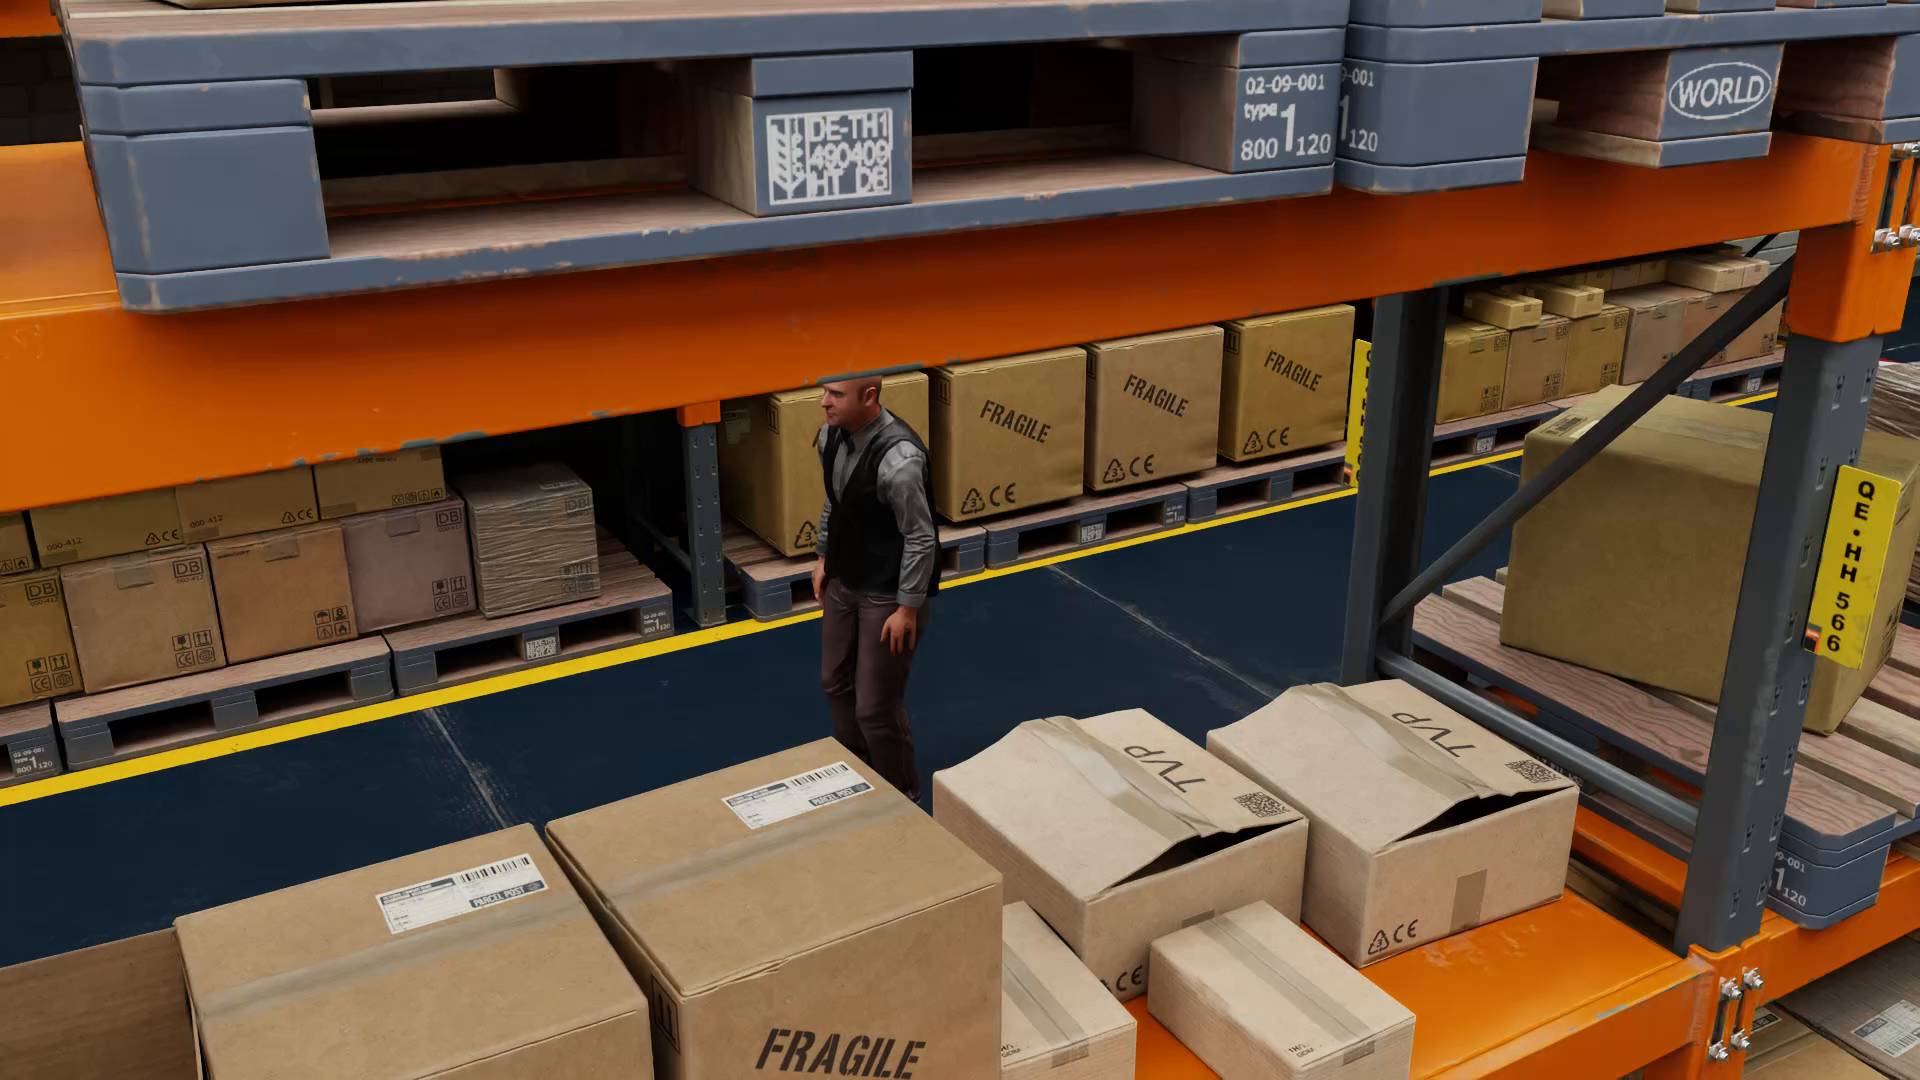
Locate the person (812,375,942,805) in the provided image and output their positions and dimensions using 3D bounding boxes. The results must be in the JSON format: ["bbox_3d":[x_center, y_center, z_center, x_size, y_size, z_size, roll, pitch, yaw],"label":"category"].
[{"bbox_3d":[-0.293,0.221,5.698,0.424,1.619,0.592,-14,26,-32],"label":"person"}]
